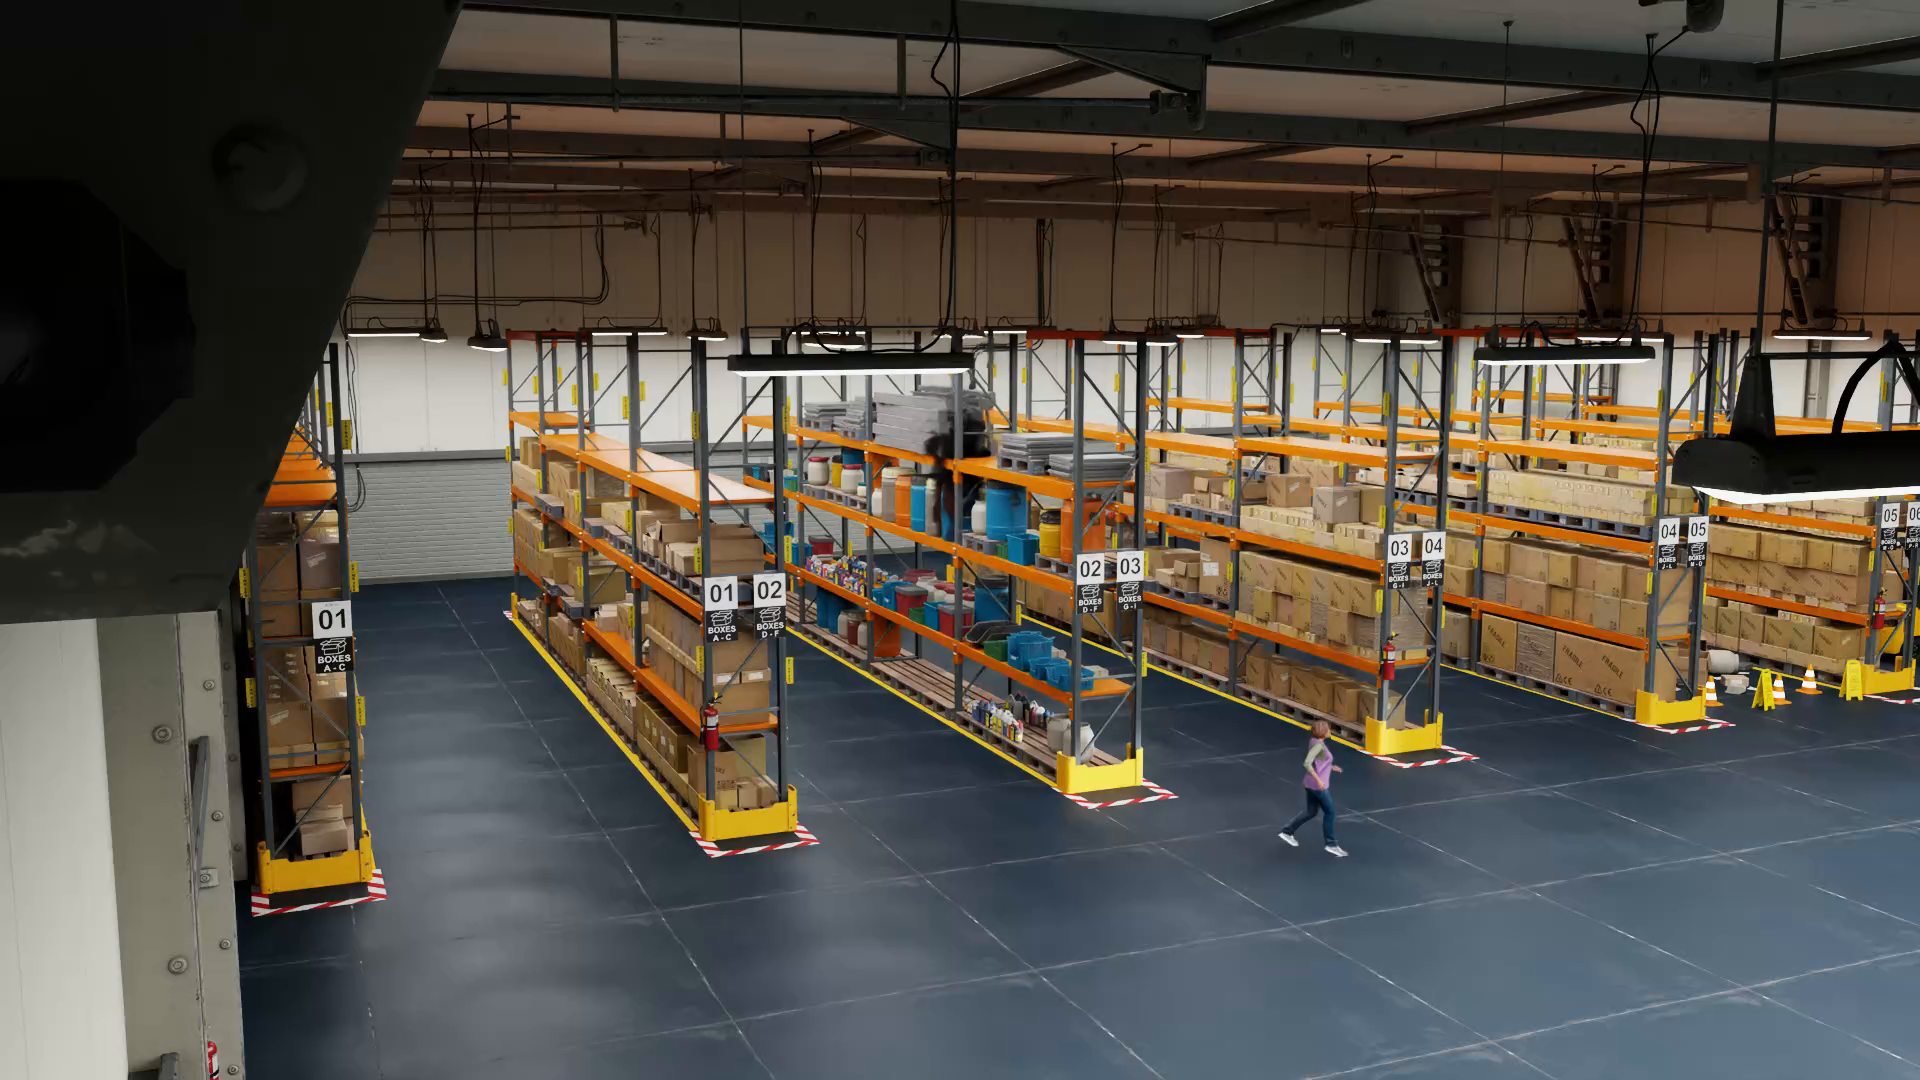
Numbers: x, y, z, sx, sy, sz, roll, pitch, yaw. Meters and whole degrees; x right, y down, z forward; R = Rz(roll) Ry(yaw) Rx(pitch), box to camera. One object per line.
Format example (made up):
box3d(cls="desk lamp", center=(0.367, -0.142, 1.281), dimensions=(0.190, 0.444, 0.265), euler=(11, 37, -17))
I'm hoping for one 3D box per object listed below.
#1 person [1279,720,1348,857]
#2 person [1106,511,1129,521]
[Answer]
box3d(cls="person", center=(4.158, 2.902, 19.474), dimensions=(0.790, 1.615, 0.552), euler=(0, 8, 2))
box3d(cls="person", center=(3.757, -0.066, 40.823), dimensions=(0.734, 1.696, 0.974), euler=(4, 9, 25))
